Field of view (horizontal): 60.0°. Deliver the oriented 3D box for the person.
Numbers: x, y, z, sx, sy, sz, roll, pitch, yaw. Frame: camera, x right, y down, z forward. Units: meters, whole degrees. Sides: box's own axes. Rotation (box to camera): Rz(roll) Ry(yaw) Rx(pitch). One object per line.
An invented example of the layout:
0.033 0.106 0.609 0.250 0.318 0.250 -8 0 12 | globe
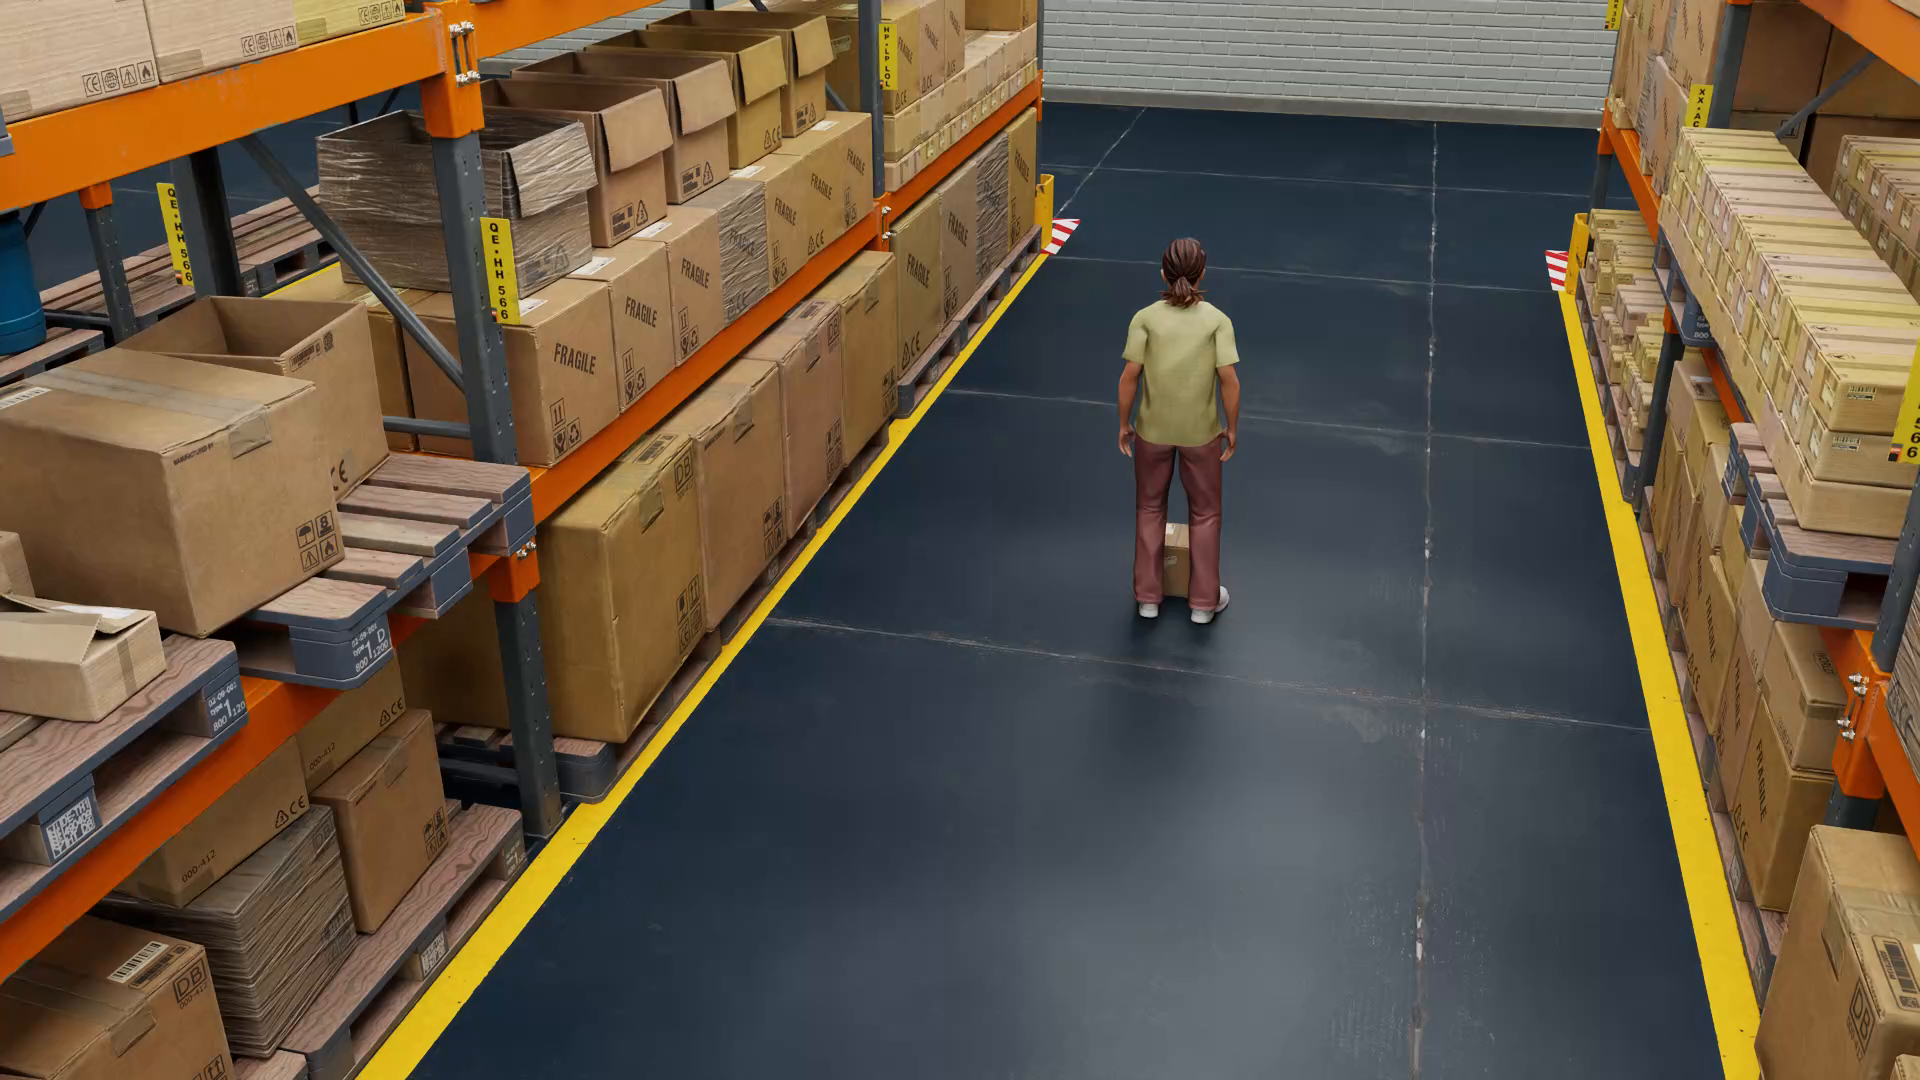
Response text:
0.929 -0.450 7.058 0.521 1.672 0.365 5 26 10 | person
